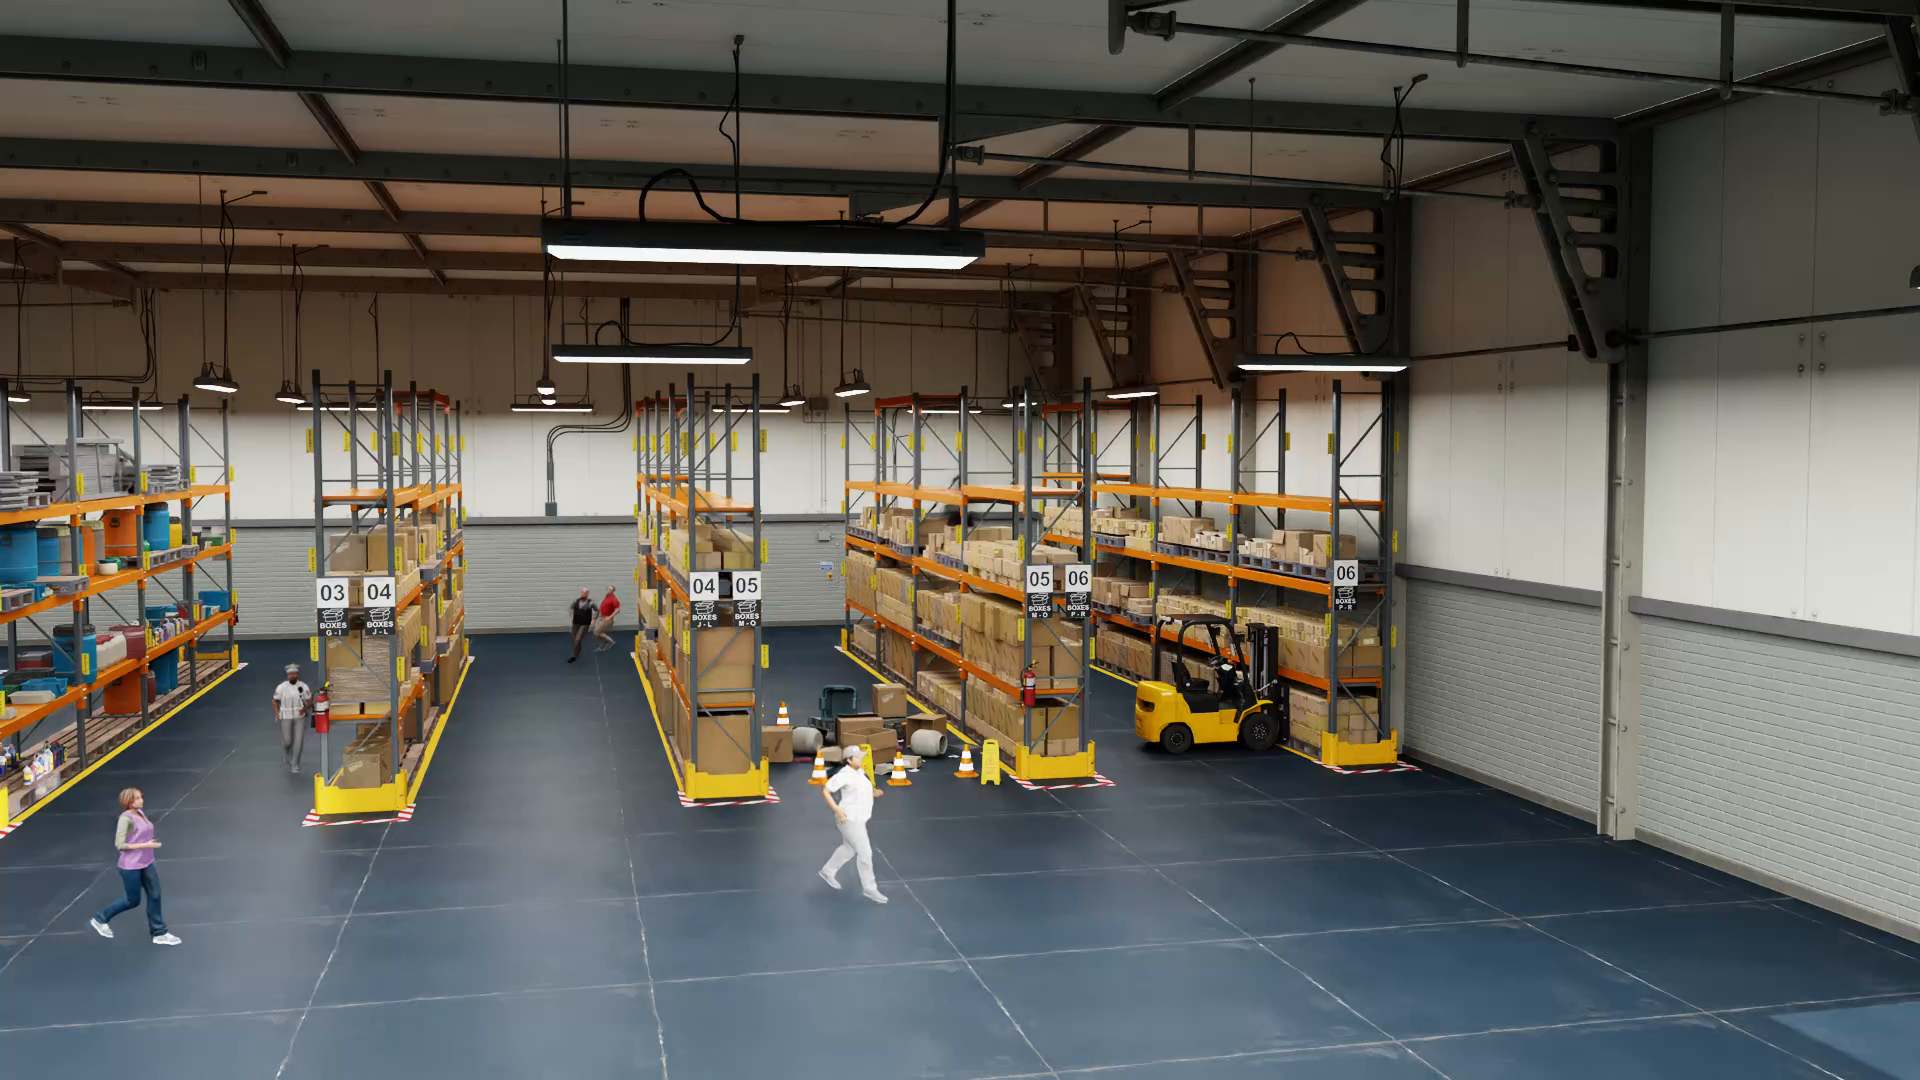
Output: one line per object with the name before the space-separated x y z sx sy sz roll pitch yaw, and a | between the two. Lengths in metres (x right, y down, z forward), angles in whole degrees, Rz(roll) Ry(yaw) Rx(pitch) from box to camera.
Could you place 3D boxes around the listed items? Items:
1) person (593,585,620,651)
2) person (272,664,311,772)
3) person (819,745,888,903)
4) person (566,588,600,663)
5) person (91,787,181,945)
person | -8.527 1.892 39.980 0.565 1.626 0.753 -1 4 -24
person | -10.173 2.715 25.362 0.574 1.658 0.558 -1 4 -23
person | -1.173 3.099 18.299 0.877 1.689 0.594 1 3 19
person | -8.679 1.948 38.181 0.710 1.682 0.933 1 3 9
person | -8.174 3.234 16.481 0.867 1.574 0.541 0 3 3
